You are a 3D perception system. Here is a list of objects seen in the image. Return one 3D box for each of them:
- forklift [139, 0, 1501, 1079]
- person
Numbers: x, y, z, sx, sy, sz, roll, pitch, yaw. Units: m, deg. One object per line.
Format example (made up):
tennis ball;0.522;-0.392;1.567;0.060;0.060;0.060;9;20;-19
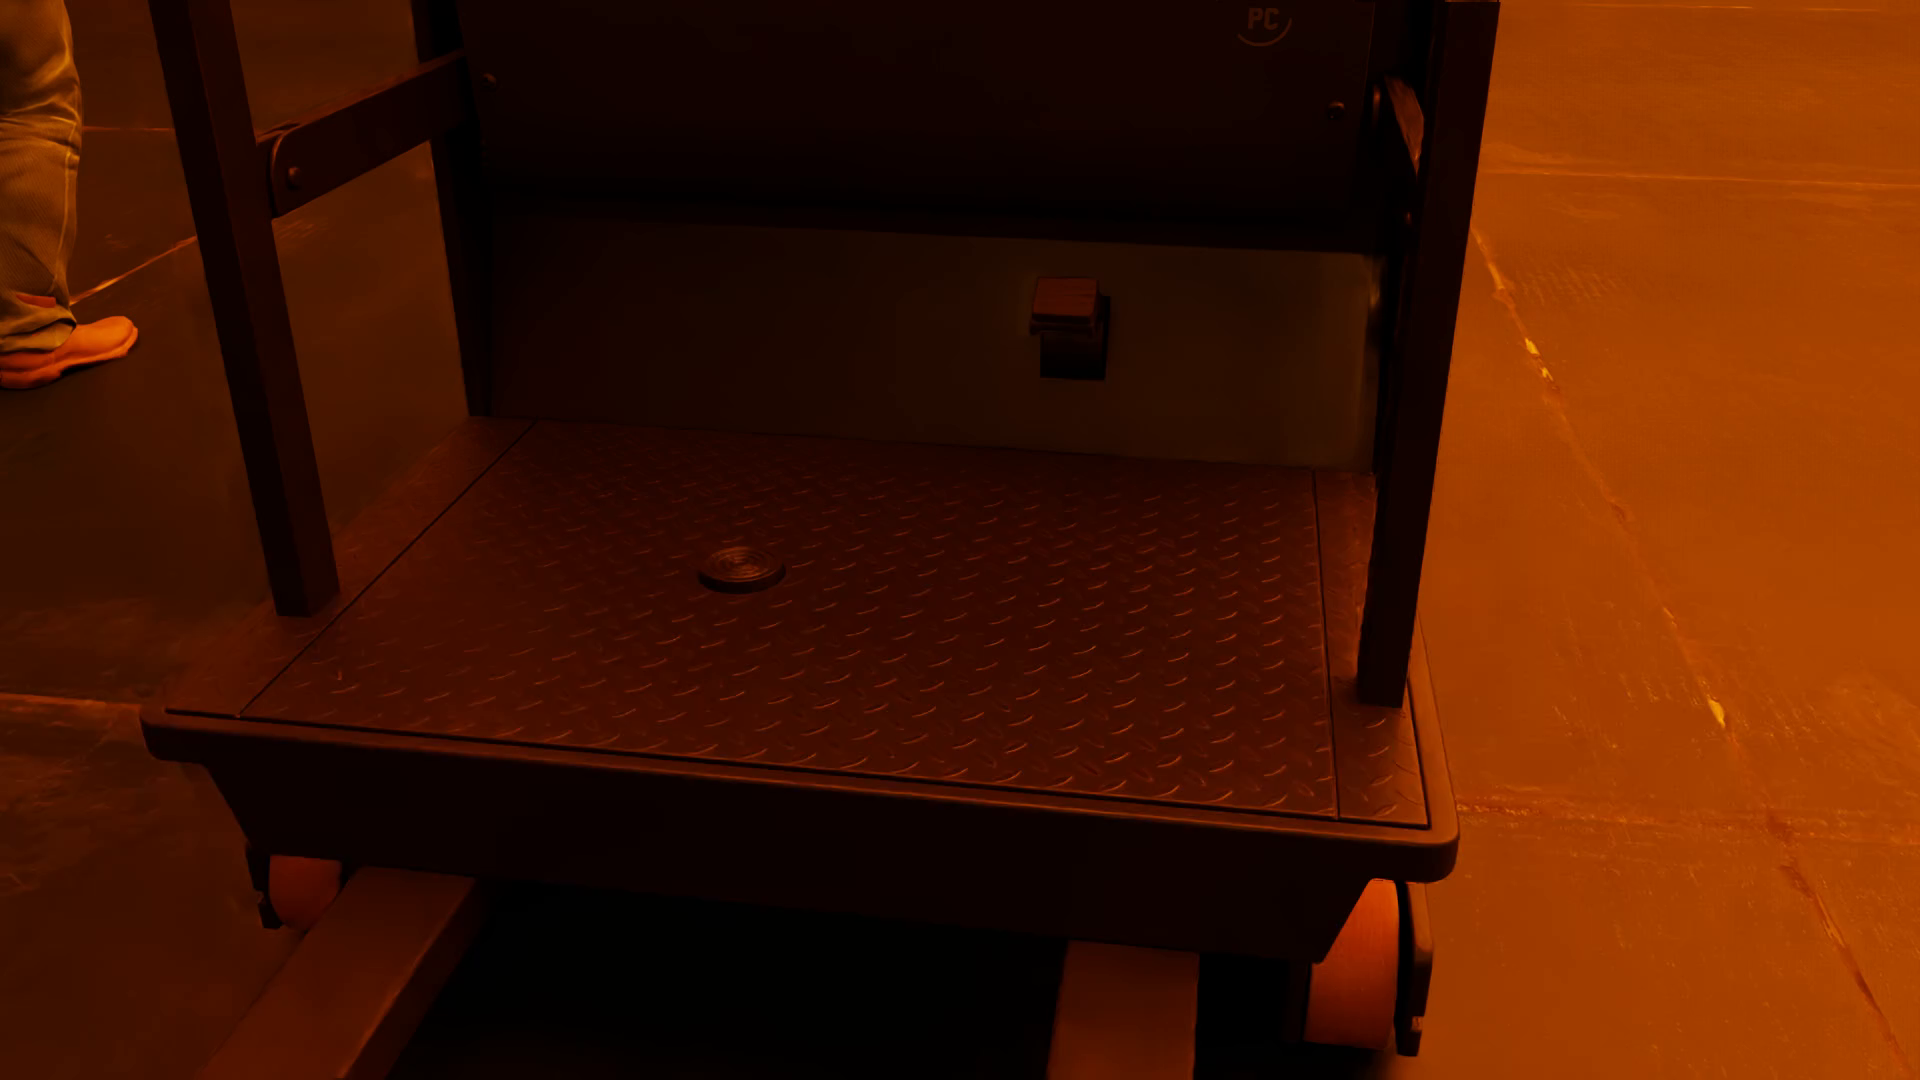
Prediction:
forklift;-0.087;-1.011;1.243;1.130;2.935;3.031;4;27;8
person;-1.816;-1.151;2.875;0.876;1.731;0.461;5;27;11
